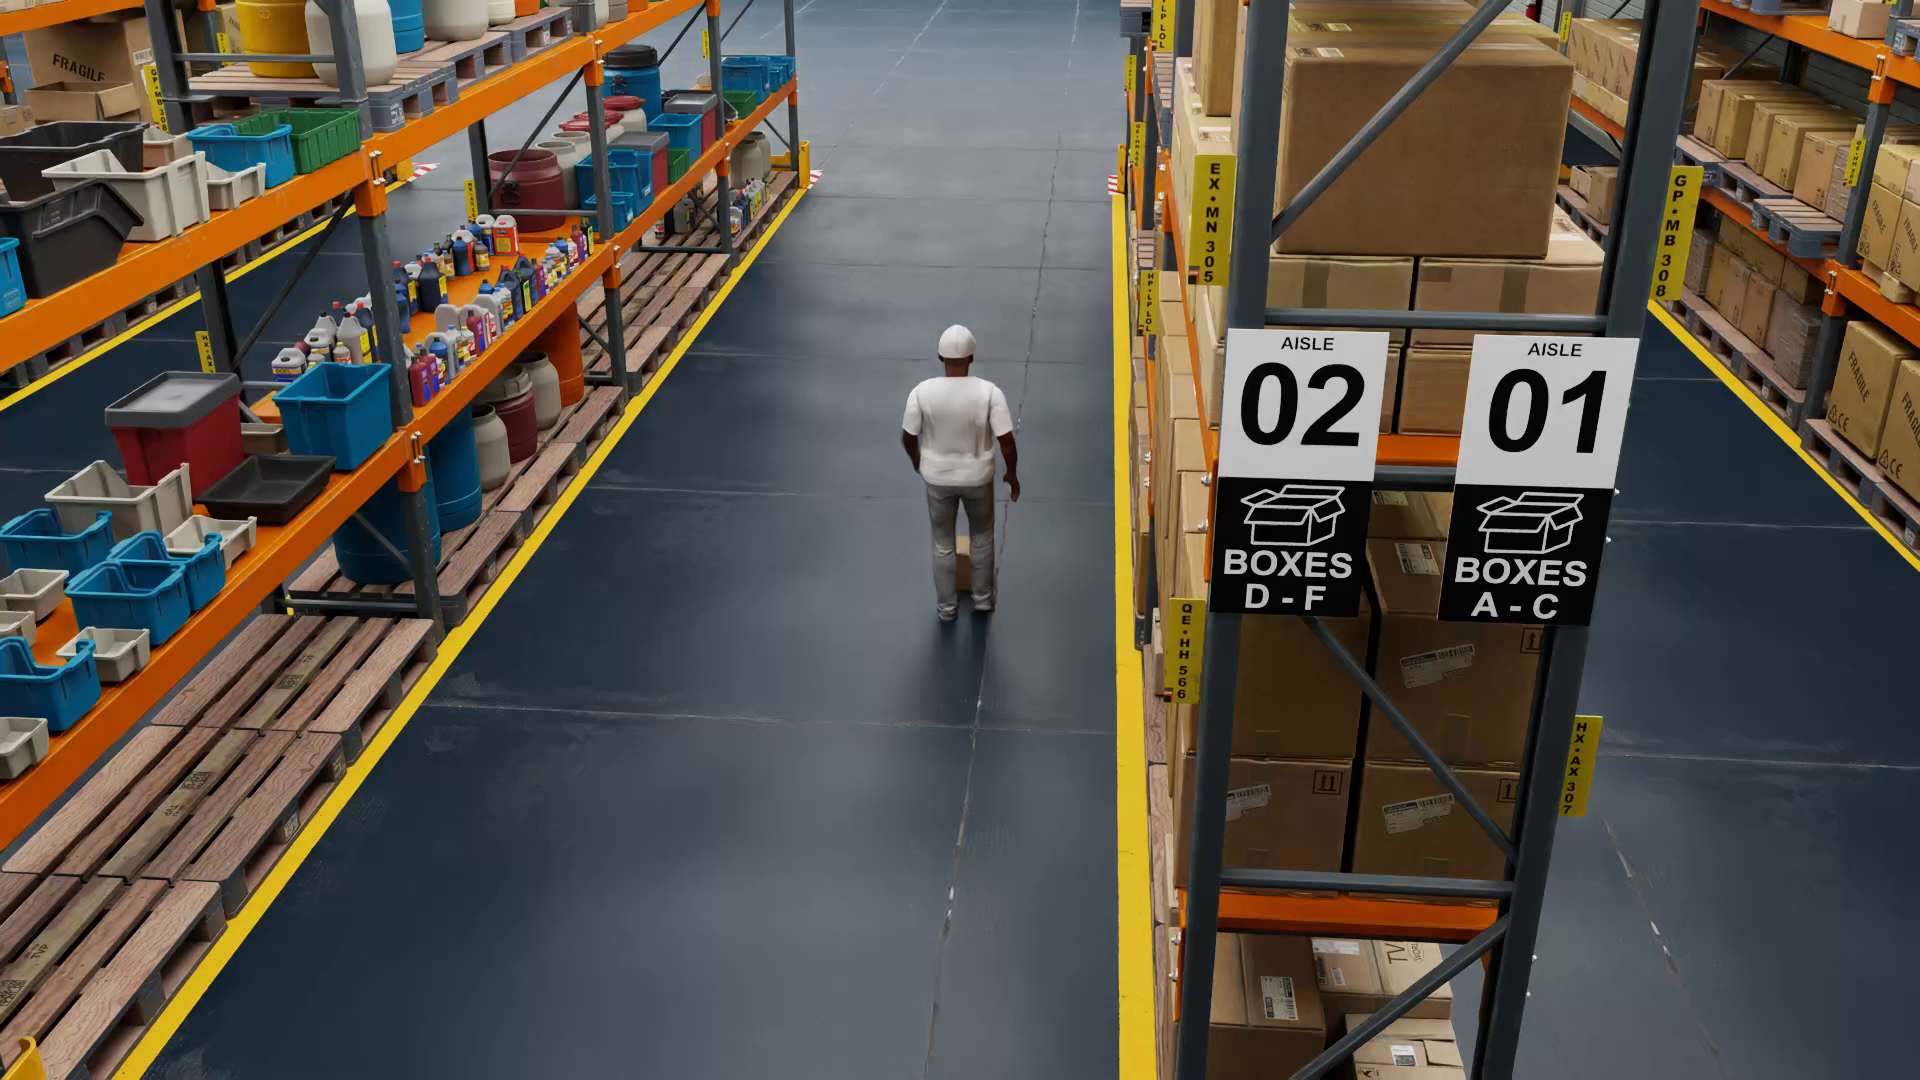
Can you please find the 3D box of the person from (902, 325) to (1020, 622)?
[{"bbox_3d":[0.009,-0.343,9.424,0.661,1.848,0.488,0,24,1],"label":"person"}]
